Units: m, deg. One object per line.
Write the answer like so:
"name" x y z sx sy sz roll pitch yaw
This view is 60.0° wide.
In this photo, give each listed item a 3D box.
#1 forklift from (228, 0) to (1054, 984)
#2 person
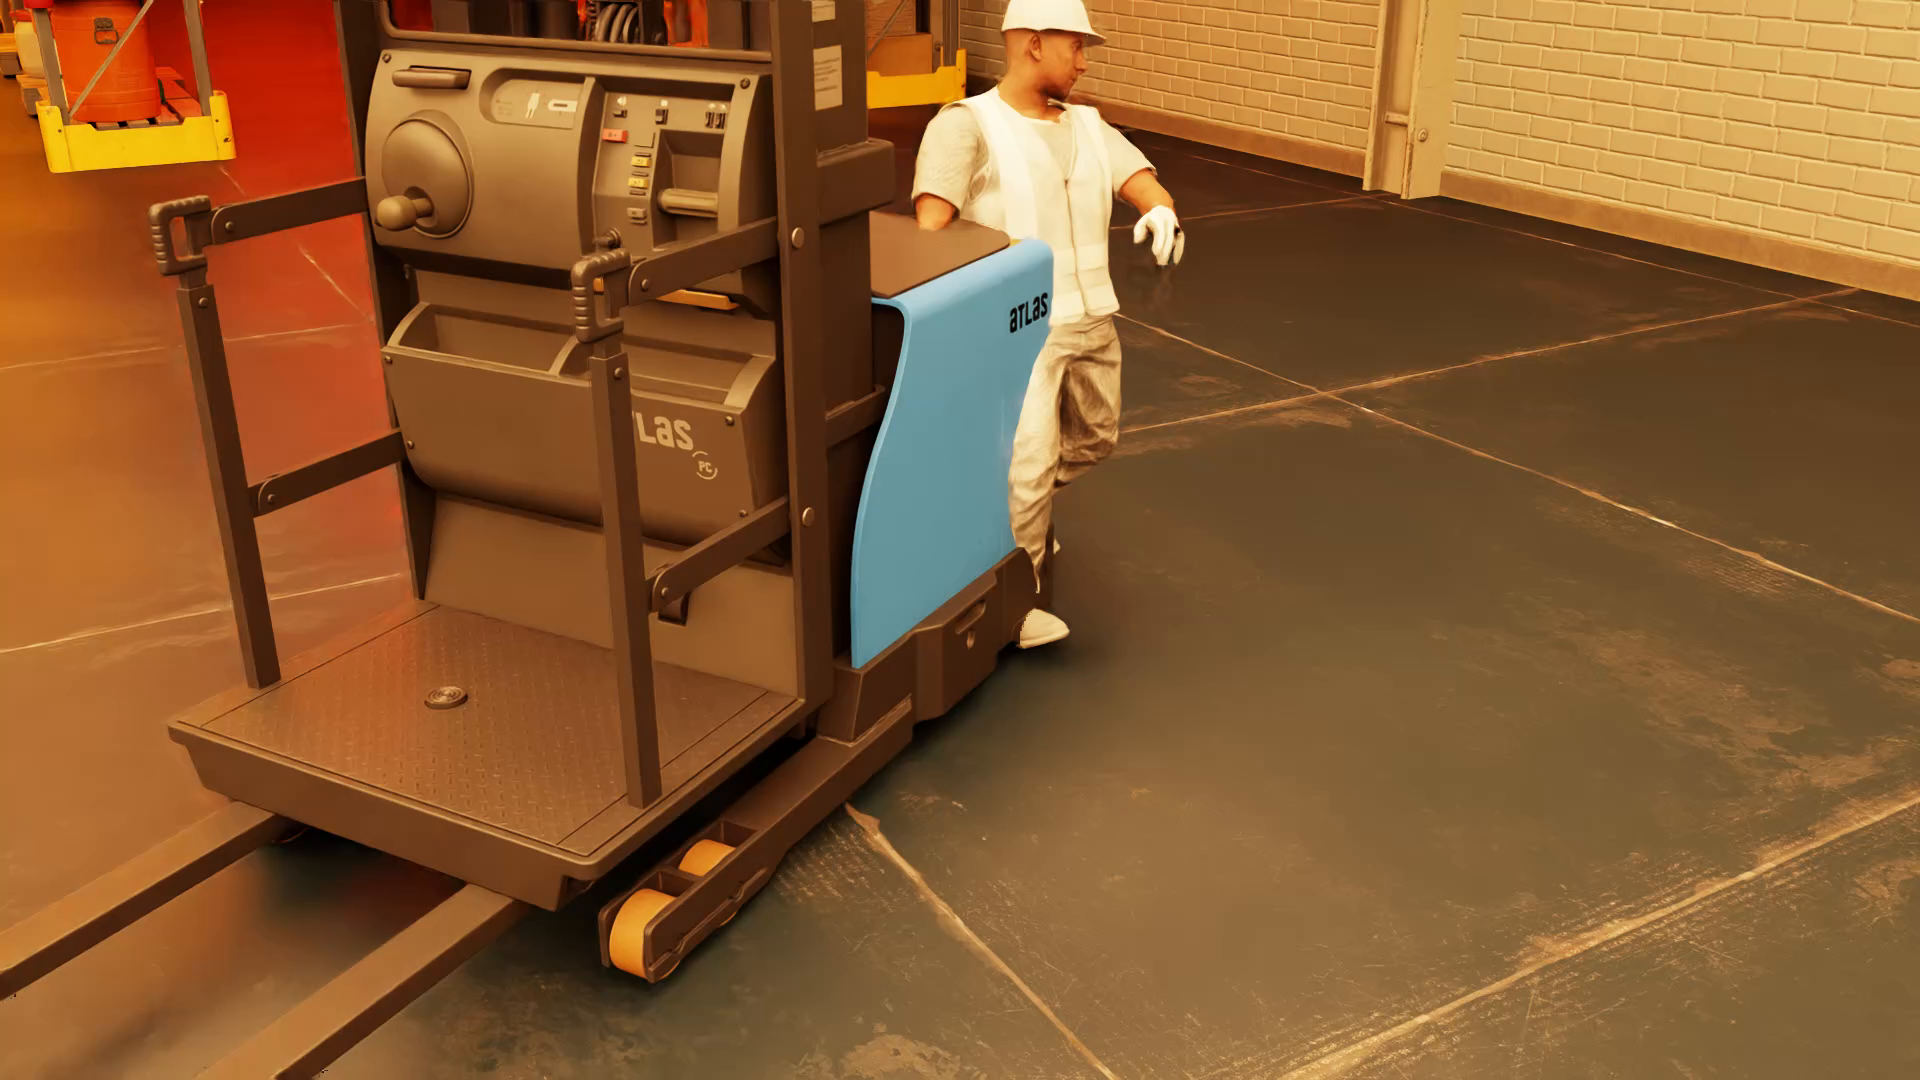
"forklift" -0.886 -0.725 3.040 1.130 2.935 3.031 11 25 26
"person" 0.179 -0.531 4.308 0.878 1.639 0.797 20 30 40
